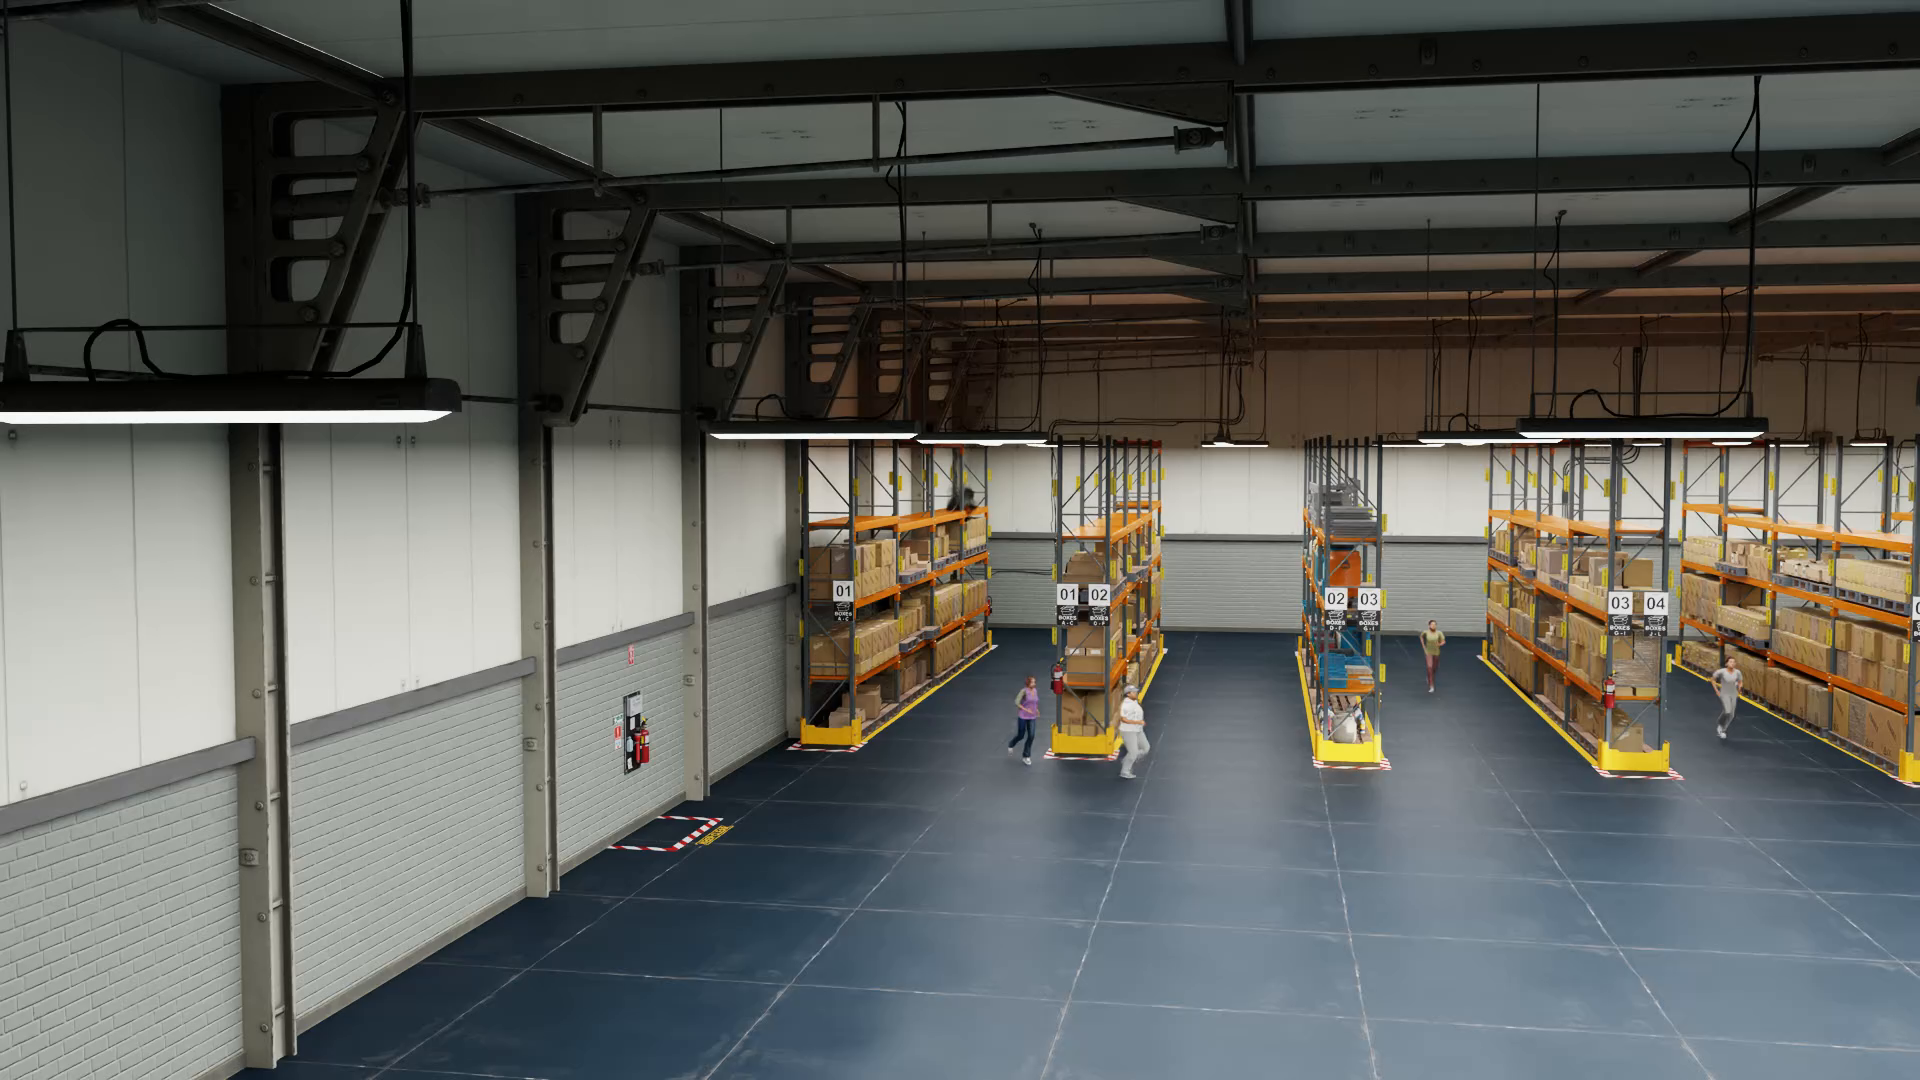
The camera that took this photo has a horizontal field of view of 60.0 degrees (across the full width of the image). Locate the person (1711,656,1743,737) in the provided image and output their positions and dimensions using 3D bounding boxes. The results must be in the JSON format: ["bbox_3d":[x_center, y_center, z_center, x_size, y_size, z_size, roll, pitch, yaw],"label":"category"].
[{"bbox_3d":[15.252,3.116,32.995,0.565,1.628,0.600,0,3,0],"label":"person"}]

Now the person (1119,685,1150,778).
[{"bbox_3d":[3.054,3.337,28.964,0.545,1.622,0.593,2,4,31],"label":"person"}]

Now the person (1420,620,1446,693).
[{"bbox_3d":[11.301,2.748,39.717,0.542,1.696,1.079,0,3,3],"label":"person"}]

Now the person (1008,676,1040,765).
[{"bbox_3d":[1.217,3.282,30.579,0.578,1.579,0.803,-2,4,-32],"label":"person"}]
